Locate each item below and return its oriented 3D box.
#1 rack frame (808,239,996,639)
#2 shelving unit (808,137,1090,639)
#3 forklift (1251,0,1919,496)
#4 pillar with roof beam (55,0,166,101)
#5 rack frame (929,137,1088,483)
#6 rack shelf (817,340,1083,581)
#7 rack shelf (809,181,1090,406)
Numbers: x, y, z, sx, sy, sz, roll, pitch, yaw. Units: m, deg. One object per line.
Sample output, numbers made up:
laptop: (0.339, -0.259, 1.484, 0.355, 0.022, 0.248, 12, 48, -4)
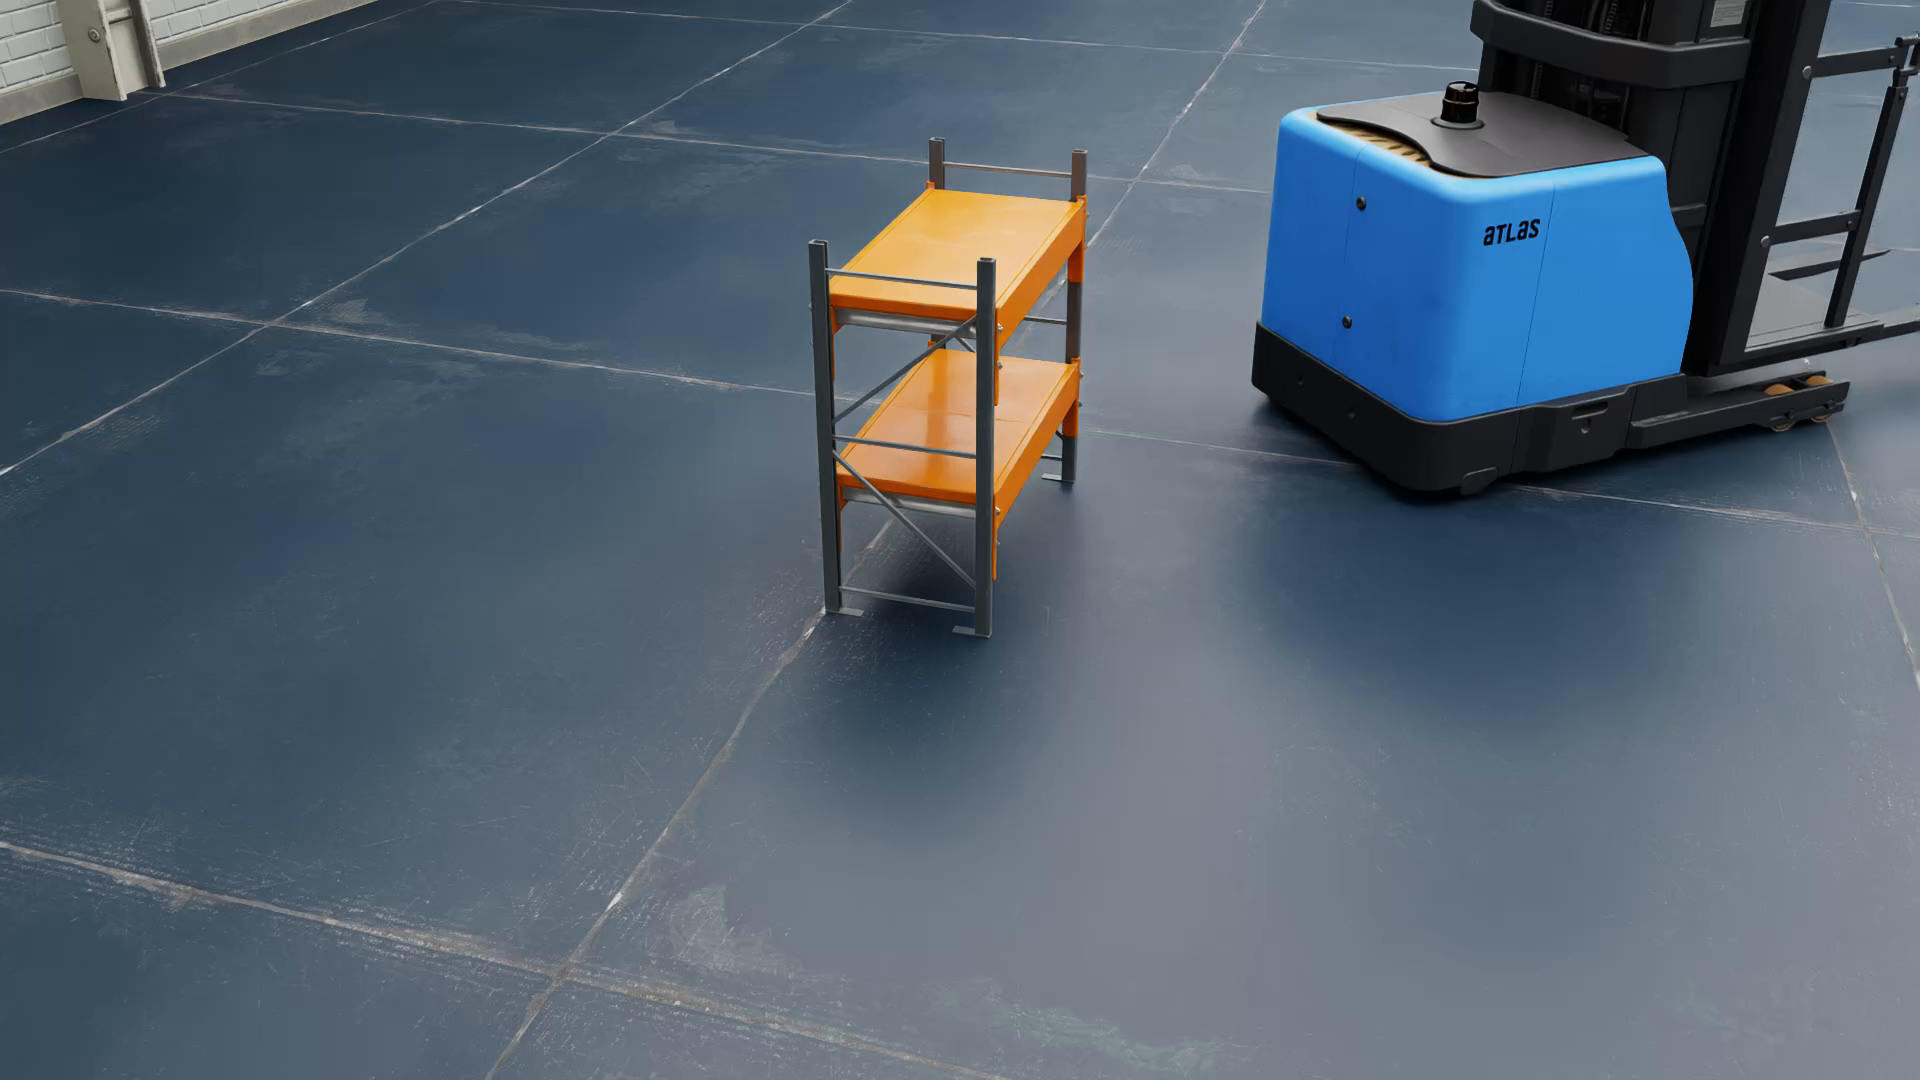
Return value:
rack frame: (-0.151, -0.252, 4.546, 0.500, 1.125, 0.032, 8, 30, 15)
shelving unit: (-0.002, -0.488, 4.971, 0.538, 1.125, 1.048, 8, 30, 15)
forklift: (2.641, -1.889, 5.631, 3.031, 2.935, 1.130, -12, 31, -21)
pillar with roof beam: (-1.017, -6.072, 6.909, 9.100, 9.000, 0.400, 8, 30, 15)
rack frame: (0.147, -0.725, 5.396, 0.500, 1.125, 0.032, 8, 30, 15)
rack shelf: (-0.002, -0.275, 5.090, 0.538, 0.278, 1.000, 8, 30, 15)
rack shelf: (-0.002, -0.744, 4.829, 0.538, 0.278, 1.000, 8, 30, 15)
